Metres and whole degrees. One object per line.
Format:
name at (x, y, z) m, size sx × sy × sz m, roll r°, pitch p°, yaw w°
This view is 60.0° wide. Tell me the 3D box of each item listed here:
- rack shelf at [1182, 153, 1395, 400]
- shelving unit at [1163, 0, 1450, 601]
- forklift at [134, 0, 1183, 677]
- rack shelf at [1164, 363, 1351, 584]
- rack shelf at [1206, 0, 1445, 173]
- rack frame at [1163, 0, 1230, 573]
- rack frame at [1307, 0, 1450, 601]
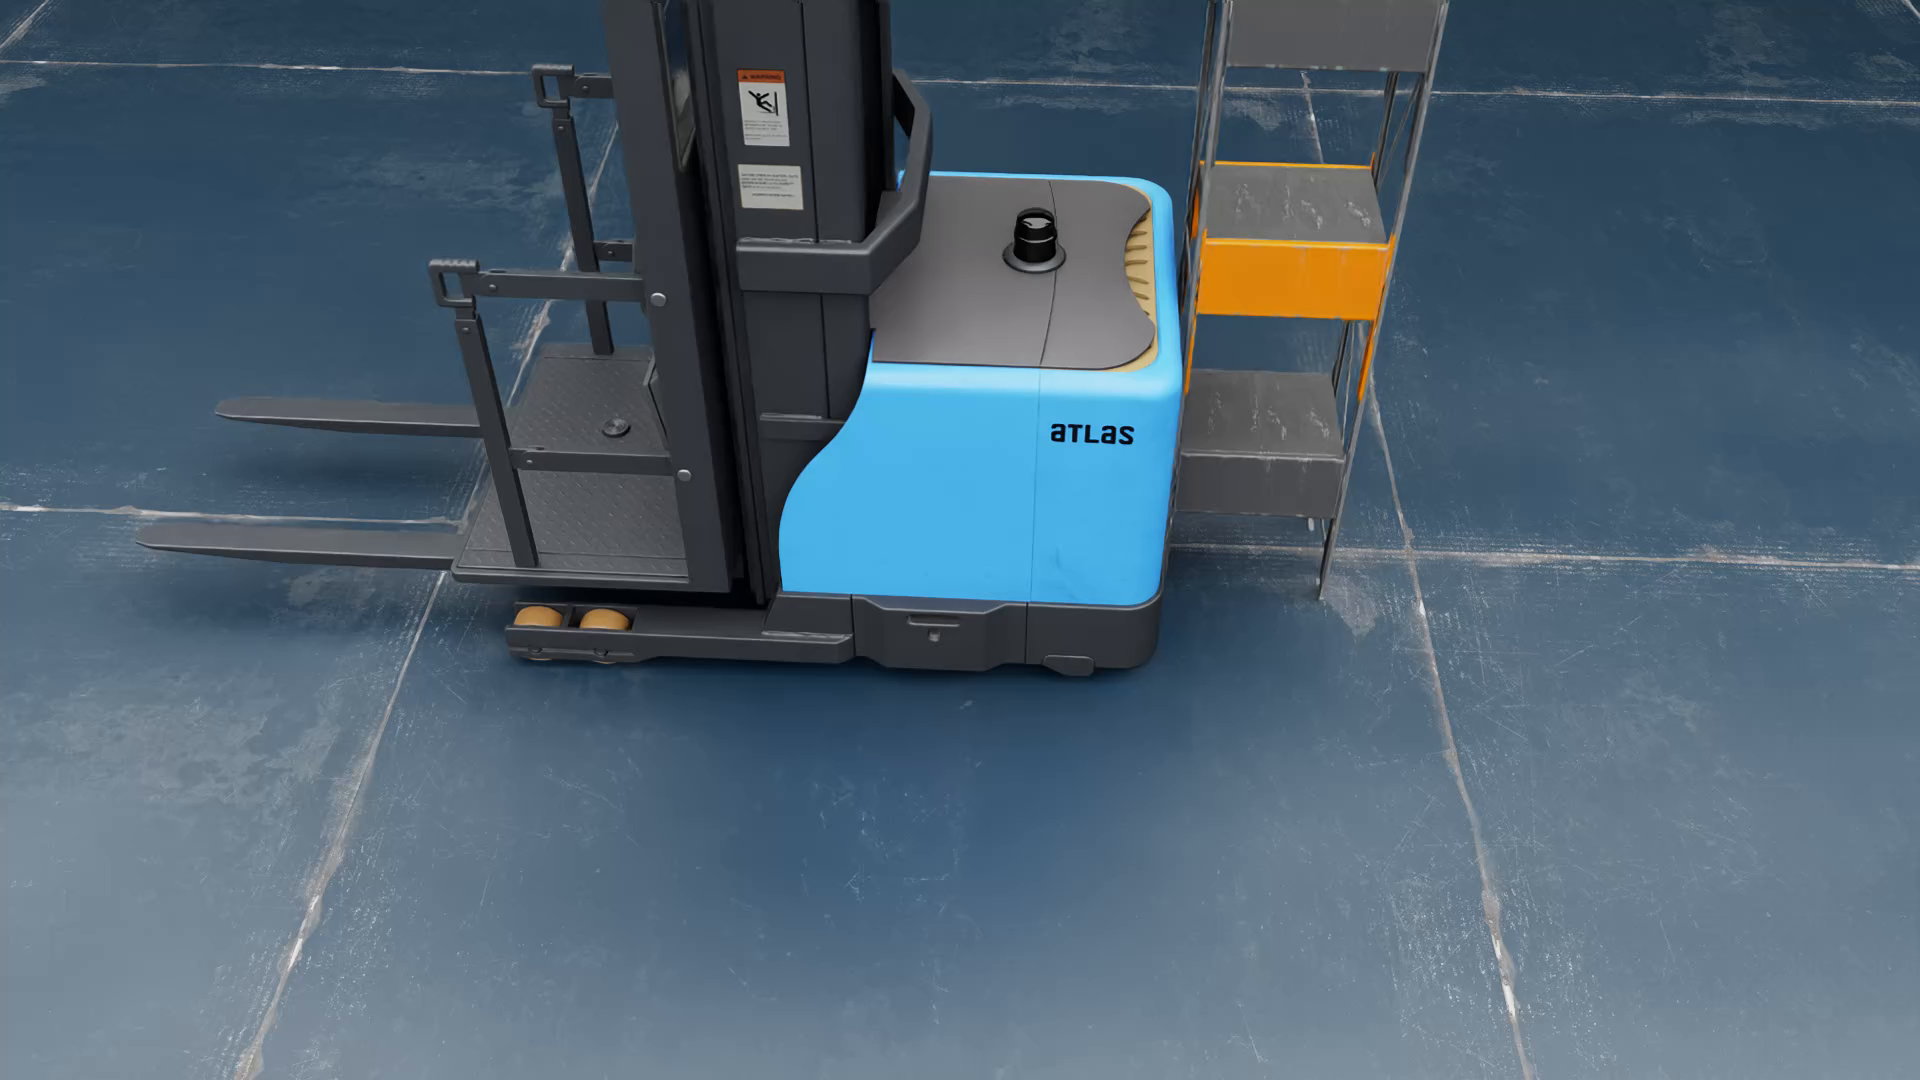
rack shelf at (0.865, -0.719, 4.501) m, size 0.480 × 0.518 × 0.431 m, roll 2°, pitch 43°, yaw 3°
shelving unit at (0.865, -0.729, 4.492) m, size 0.503 × 2.100 × 0.431 m, roll 2°, pitch 43°, yaw 3°
forklift at (-0.915, -1.068, 4.247) m, size 3.031 × 2.935 × 1.130 m, roll 2°, pitch 43°, yaw 3°
rack shelf at (0.865, -0.206, 4.978) m, size 0.480 × 0.518 × 0.431 m, roll 2°, pitch 43°, yaw 3°
rack shelf at (0.865, -1.231, 4.024) m, size 0.480 × 0.518 × 0.431 m, roll 2°, pitch 43°, yaw 3°
rack frame at (0.621, -0.739, 4.503) m, size 0.015 × 2.100 × 0.400 m, roll 2°, pitch 43°, yaw 3°
rack frame at (1.108, -0.718, 4.481) m, size 0.015 × 2.100 × 0.400 m, roll 2°, pitch 43°, yaw 3°
